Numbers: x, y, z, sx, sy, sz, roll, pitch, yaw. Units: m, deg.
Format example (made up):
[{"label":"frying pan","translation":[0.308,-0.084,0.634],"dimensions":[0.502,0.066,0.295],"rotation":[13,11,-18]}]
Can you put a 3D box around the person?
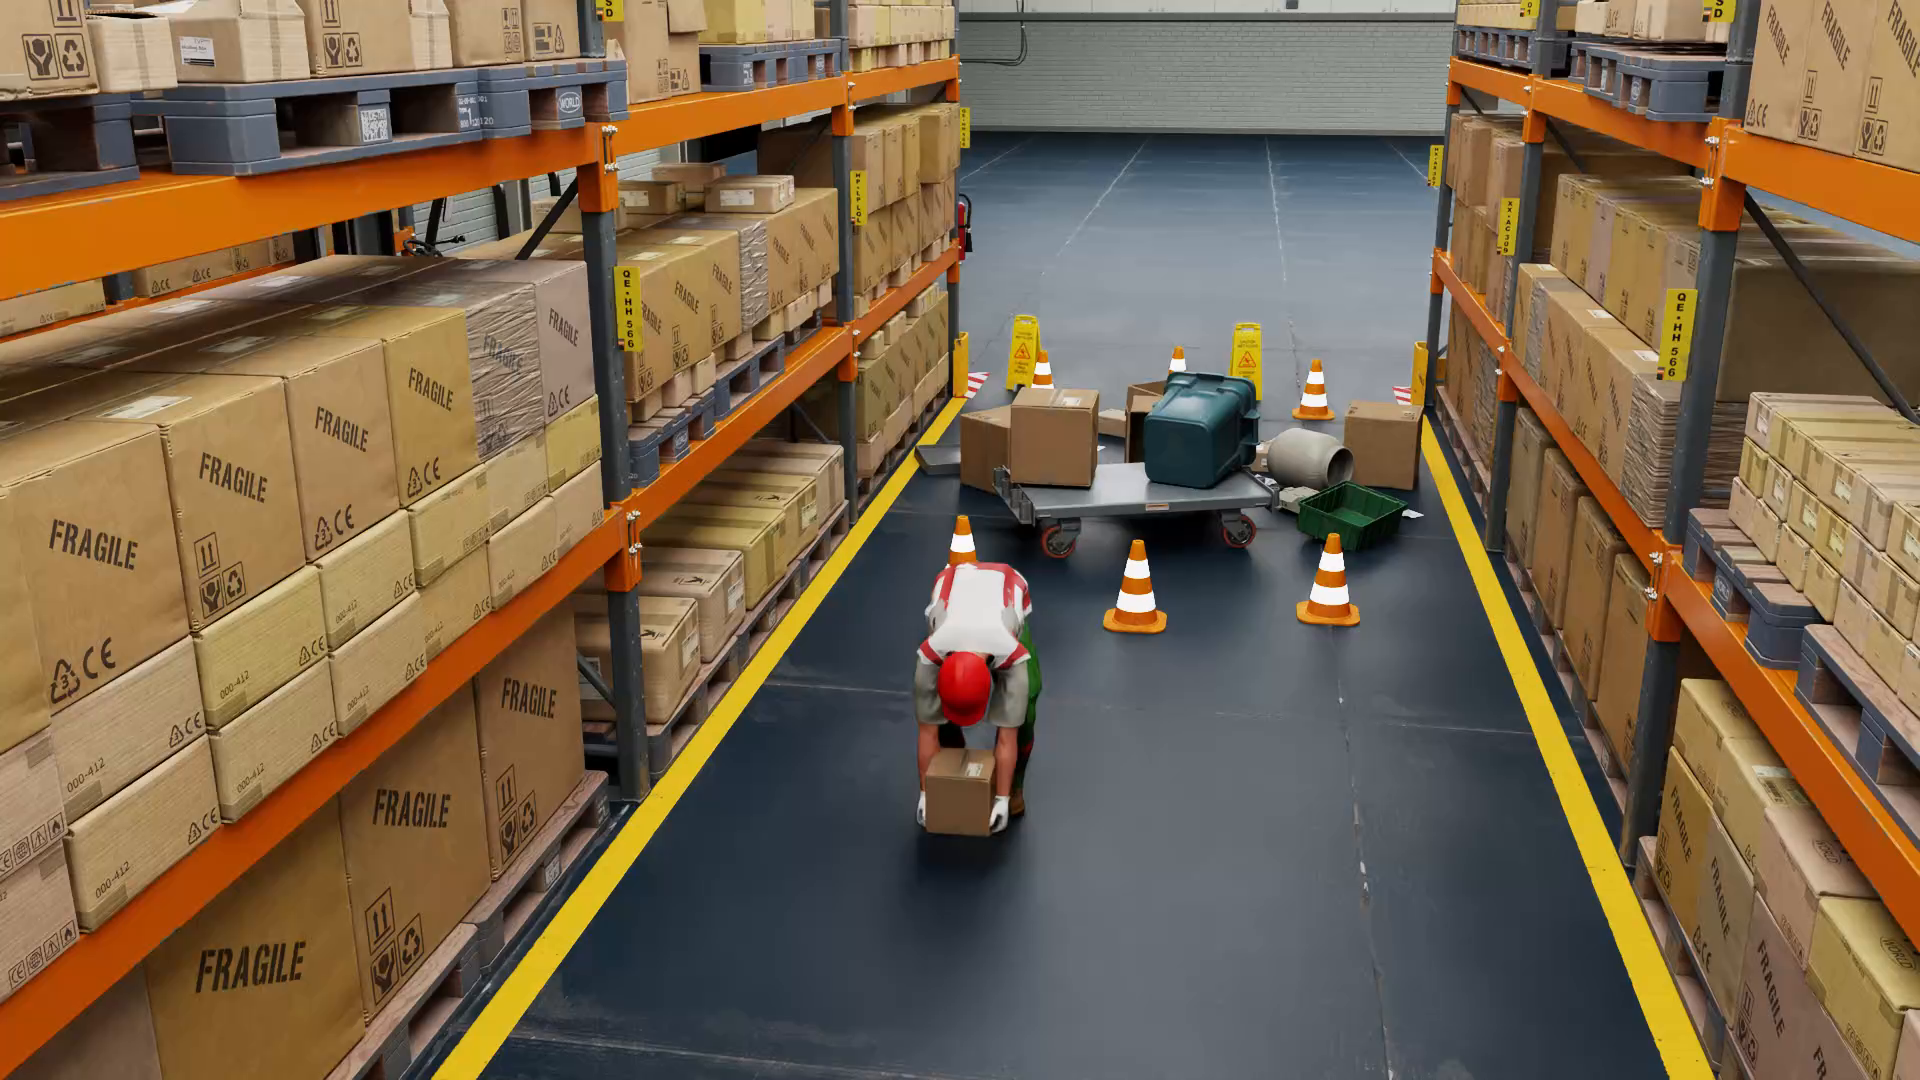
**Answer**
[{"label":"person","translation":[0.060,0.666,6.655],"dimensions":[0.522,1.036,0.957],"rotation":[2,18,6]}]
